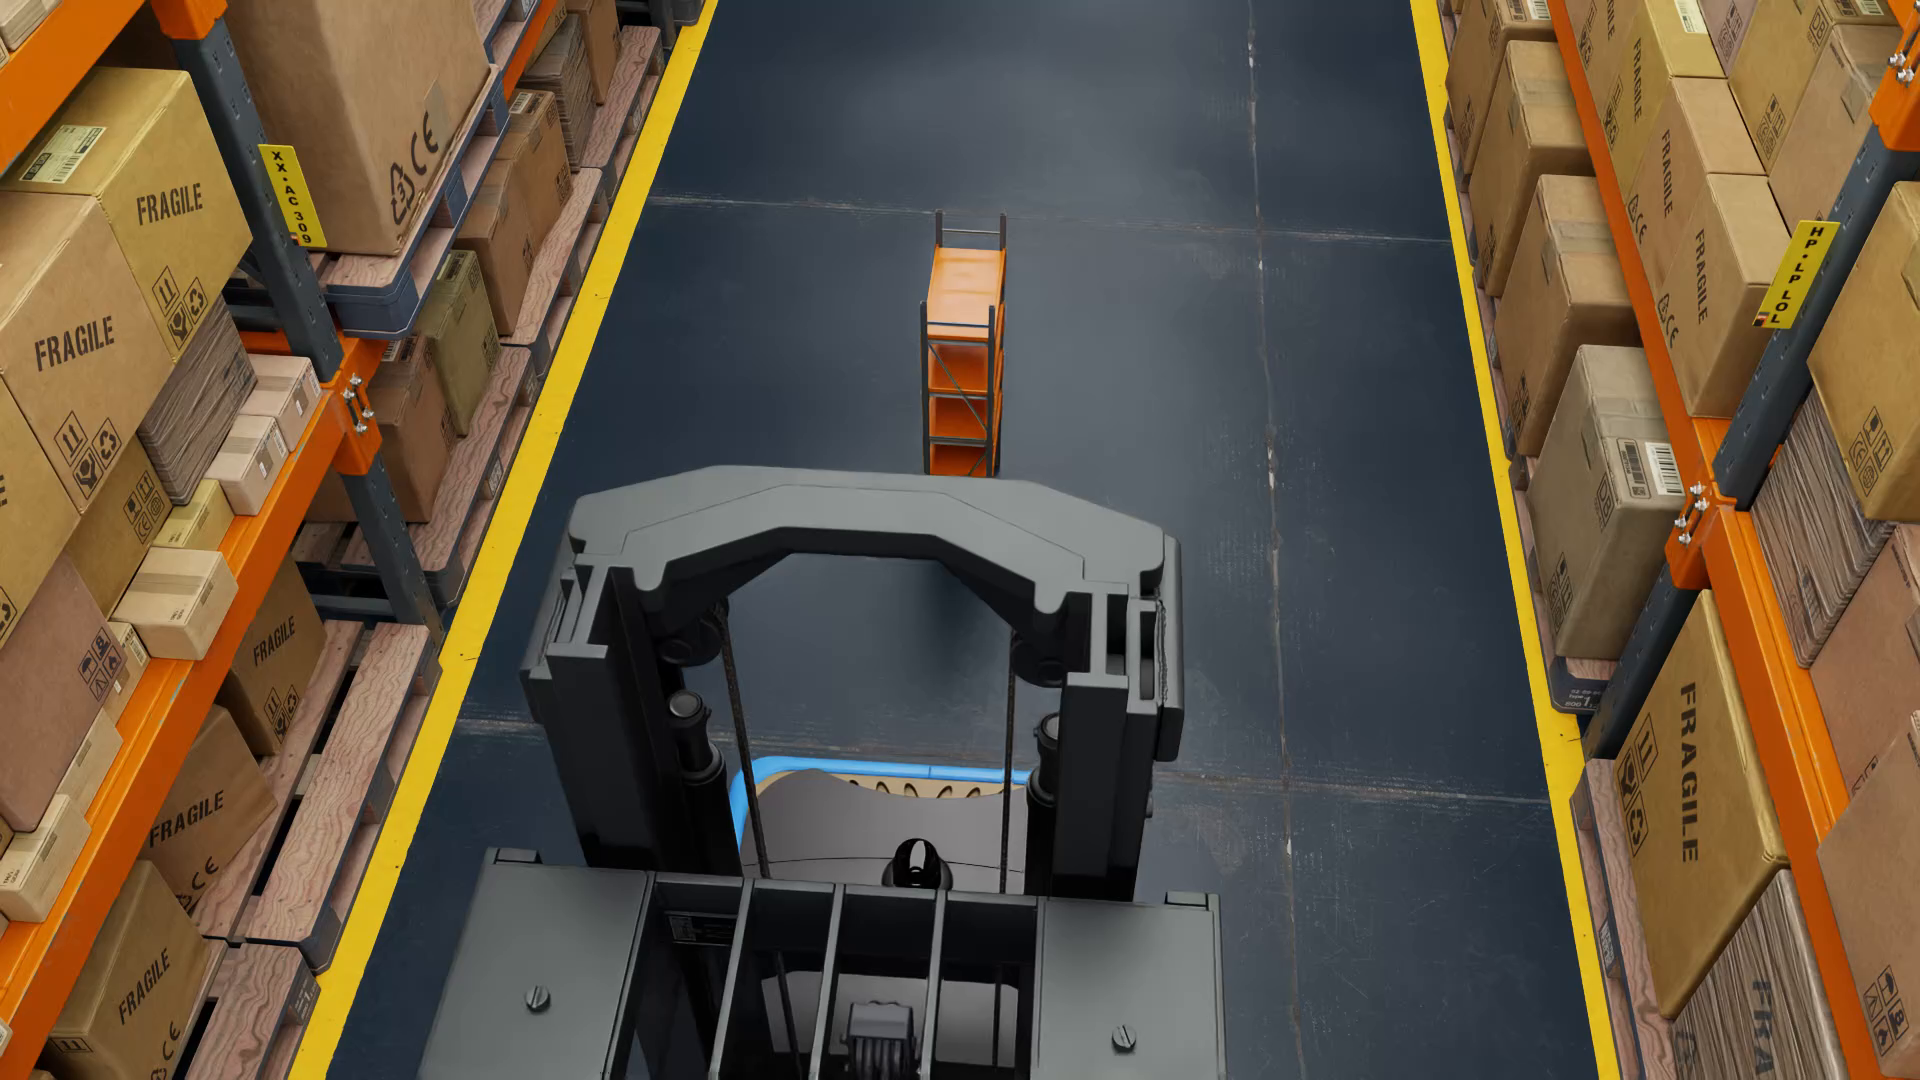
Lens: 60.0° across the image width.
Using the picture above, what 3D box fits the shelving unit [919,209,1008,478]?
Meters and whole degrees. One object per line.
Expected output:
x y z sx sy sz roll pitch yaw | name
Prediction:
0.015 -0.527 5.919 0.258 1.200 0.503 4 48 4 | shelving unit

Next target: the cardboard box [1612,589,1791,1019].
2.465 0.779 4.660 0.875 0.875 0.875 5 48 4 | cardboard box

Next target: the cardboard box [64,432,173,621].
-2.521 -0.104 4.043 0.875 0.500 0.500 4 48 4 | cardboard box

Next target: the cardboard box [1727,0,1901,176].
2.677 -1.368 4.723 0.700 0.500 0.500 3 48 3 | cardboard box

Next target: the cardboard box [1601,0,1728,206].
2.466 -1.432 5.459 0.500 0.500 0.500 4 48 4 | cardboard box

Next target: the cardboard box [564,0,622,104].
-2.014 -2.412 7.819 0.700 0.500 0.500 2 48 1 | cardboard box

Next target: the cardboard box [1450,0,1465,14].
2.757 -2.992 8.364 0.500 0.500 0.500 4 48 3 | cardboard box

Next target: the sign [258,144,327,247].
-1.797 -0.923 4.475 0.100 0.325 0.005 4 48 4 | sign

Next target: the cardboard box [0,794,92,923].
-2.216 0.702 3.745 0.380 0.149 0.250 4 48 4 | cardboard box

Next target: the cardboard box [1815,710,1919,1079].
2.377 0.762 3.419 0.875 0.550 0.550 4 48 4 | cardboard box

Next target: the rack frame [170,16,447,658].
-2.338 -0.662 4.822 1.000 3.000 0.127 4 48 4 | rack frame

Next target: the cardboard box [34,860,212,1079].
-2.437 1.214 4.516 0.500 0.500 0.500 0 48 0 | cardboard box

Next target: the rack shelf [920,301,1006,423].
0.015 -0.632 5.803 0.258 0.148 0.480 4 48 4 | rack shelf

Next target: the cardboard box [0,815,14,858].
-2.553 0.635 3.367 0.875 0.500 0.500 4 48 4 | cardboard box

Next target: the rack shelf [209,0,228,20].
-2.155 -2.901 5.325 1.077 0.370 4.000 4 48 4 | rack shelf

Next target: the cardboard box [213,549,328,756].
-2.414 0.332 5.323 0.500 0.500 0.500 3 48 2 | cardboard box

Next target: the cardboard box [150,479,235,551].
-2.179 -0.036 4.421 0.380 0.149 0.250 4 48 4 | cardboard box

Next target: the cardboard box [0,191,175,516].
-2.149 -0.417 3.651 0.500 0.500 0.500 4 48 4 | cardboard box

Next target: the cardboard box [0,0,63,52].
-2.119 -1.271 3.448 0.500 0.250 0.500 5 48 5 | cardboard box

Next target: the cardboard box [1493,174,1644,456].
2.651 -0.807 6.195 1.050 0.750 0.750 4 48 4 | cardboard box

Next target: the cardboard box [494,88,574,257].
-2.097 -1.587 7.064 0.700 0.500 0.500 7 48 7 | cardboard box

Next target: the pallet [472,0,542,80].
-2.113 -2.079 6.249 1.003 0.211 1.213 4 48 4 | pallet

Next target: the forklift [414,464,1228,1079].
-0.184 1.401 2.982 1.130 2.935 3.031 3 48 3 | forklift

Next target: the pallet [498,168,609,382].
-2.160 -1.192 7.197 1.003 0.211 1.213 4 48 4 | pallet

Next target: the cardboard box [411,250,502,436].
-2.198 -0.765 6.313 0.700 0.500 0.500 4 48 3 | cardboard box

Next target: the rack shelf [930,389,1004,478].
0.015 -0.347 6.115 0.258 0.148 0.480 4 48 4 | rack shelf

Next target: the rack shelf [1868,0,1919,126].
2.775 -2.493 4.952 1.077 0.370 4.000 4 48 4 | rack shelf

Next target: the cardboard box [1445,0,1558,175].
2.812 -2.134 7.409 1.050 0.750 0.750 3 48 3 | cardboard box

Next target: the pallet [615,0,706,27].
-1.826 -3.234 9.065 1.003 0.211 1.213 4 48 4 | pallet

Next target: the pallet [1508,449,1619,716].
2.588 0.115 6.002 1.003 0.211 1.213 4 48 4 | pallet

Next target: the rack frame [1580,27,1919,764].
2.593 -0.254 4.449 1.000 3.000 0.127 4 48 4 | rack frame

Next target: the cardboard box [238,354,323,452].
-2.064 -0.399 4.752 0.380 0.149 0.250 4 48 4 | cardboard box

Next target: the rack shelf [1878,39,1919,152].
2.410 0.446 2.264 1.077 0.370 4.000 4 48 4 | rack shelf

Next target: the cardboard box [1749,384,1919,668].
2.571 -0.032 4.145 0.875 0.550 0.550 4 48 4 | cardboard box

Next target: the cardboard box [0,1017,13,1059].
-2.205 1.073 3.406 0.380 0.149 0.250 4 48 4 | cardboard box

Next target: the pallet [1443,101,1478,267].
2.810 -1.678 7.641 1.003 0.211 1.213 4 48 4 | pallet

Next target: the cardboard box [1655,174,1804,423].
2.374 -0.689 4.780 0.500 0.500 0.500 4 48 3 | cardboard box

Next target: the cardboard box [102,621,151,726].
-2.245 0.330 4.086 0.380 0.149 0.250 4 48 4 | cardboard box

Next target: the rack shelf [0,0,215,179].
-2.520 0.038 2.637 1.077 0.370 4.000 4 48 4 | rack shelf

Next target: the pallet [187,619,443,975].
-2.364 0.775 5.398 1.003 0.211 1.213 4 48 4 | pallet

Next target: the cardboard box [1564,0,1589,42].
2.557 -2.171 6.135 0.500 0.500 0.500 4 48 3 | cardboard box

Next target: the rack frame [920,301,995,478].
-0.007 -0.347 5.755 0.240 1.200 0.015 4 48 4 | rack frame
